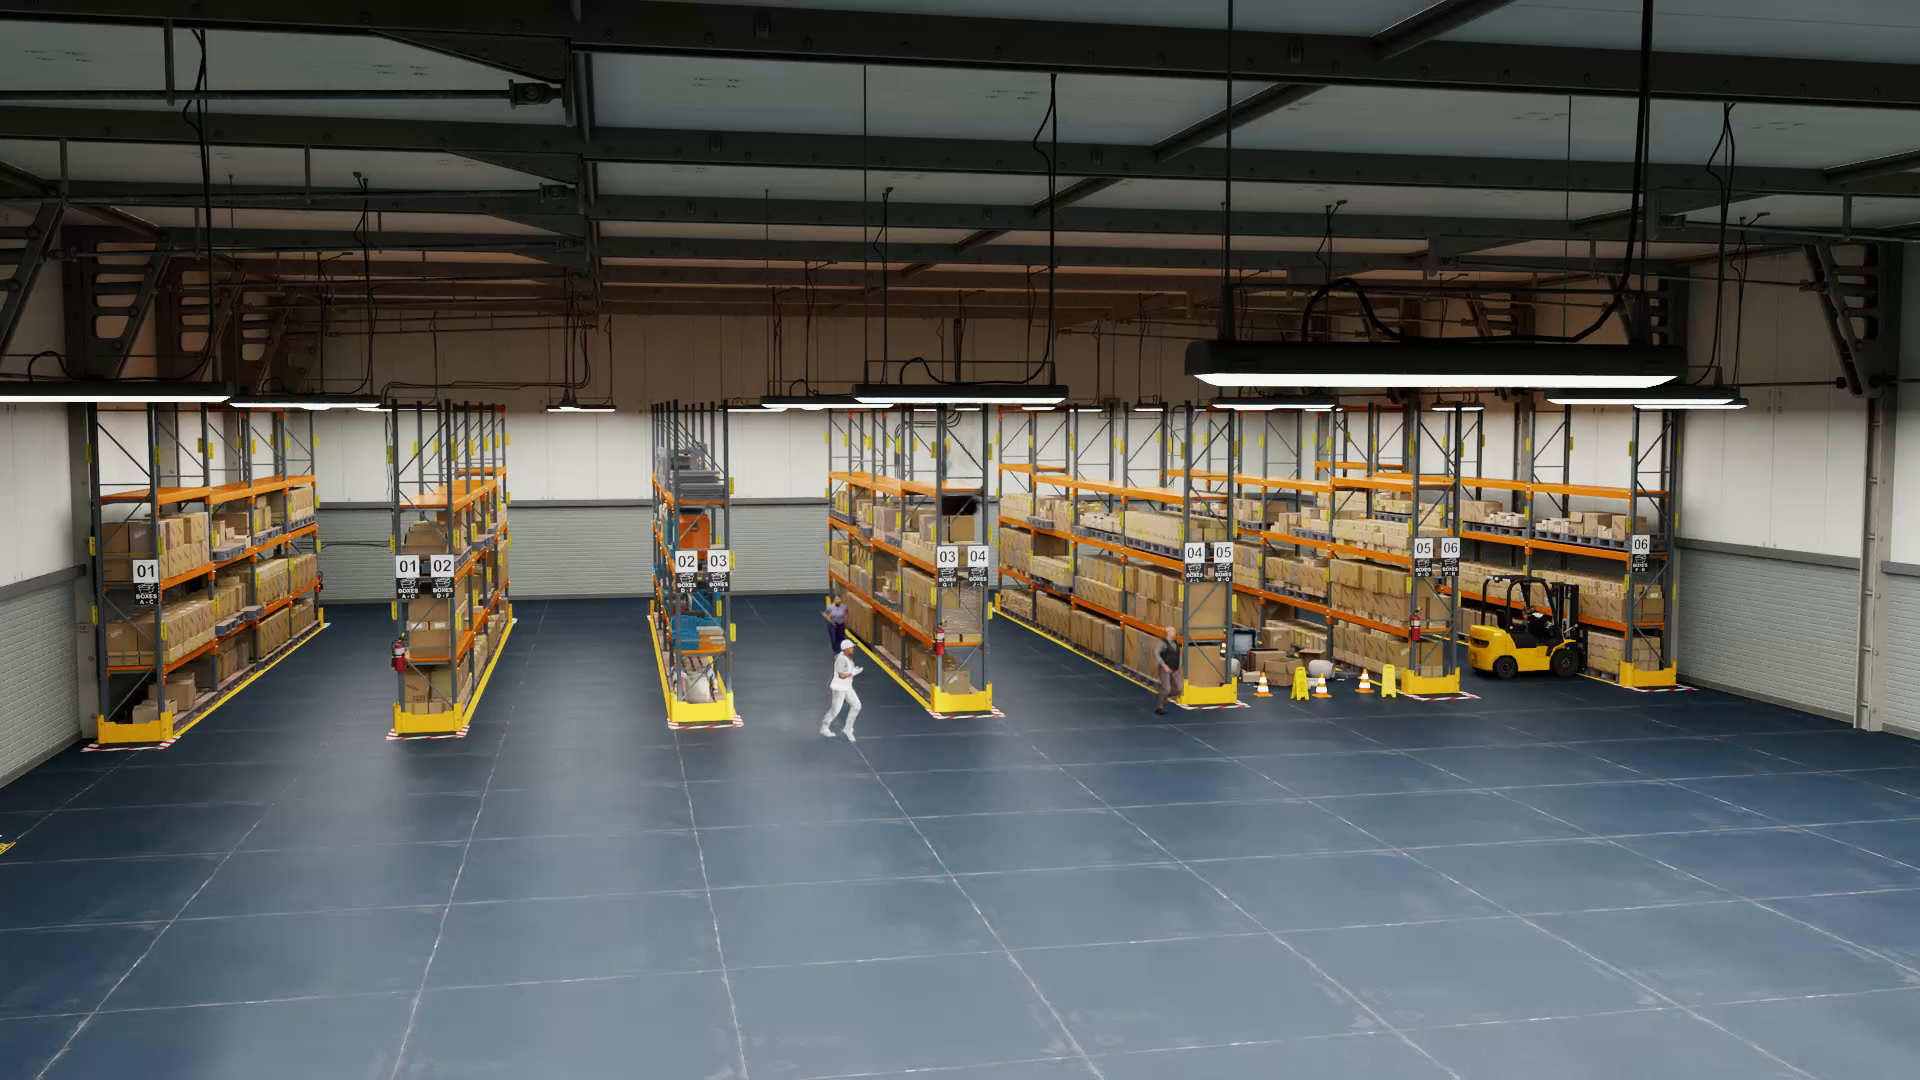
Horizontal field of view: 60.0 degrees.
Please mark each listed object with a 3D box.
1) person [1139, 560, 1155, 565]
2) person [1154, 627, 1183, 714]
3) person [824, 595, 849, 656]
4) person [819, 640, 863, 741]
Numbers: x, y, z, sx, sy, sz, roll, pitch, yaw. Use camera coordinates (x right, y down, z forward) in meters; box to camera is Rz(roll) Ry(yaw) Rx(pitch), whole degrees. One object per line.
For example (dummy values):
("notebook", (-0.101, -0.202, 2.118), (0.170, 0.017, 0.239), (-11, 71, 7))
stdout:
("person", (5.814, 1.014, 50.933), (0.754, 1.839, 0.633), (-2, 5, -20))
("person", (4.047, 2.494, 31.907), (0.711, 1.656, 0.527), (-3, 5, -37))
("person", (-2.856, 2.042, 38.532), (0.590, 1.601, 0.676), (-1, 4, -9))
("person", (-2.083, 2.651, 29.162), (0.845, 1.832, 0.643), (1, 5, 19))
